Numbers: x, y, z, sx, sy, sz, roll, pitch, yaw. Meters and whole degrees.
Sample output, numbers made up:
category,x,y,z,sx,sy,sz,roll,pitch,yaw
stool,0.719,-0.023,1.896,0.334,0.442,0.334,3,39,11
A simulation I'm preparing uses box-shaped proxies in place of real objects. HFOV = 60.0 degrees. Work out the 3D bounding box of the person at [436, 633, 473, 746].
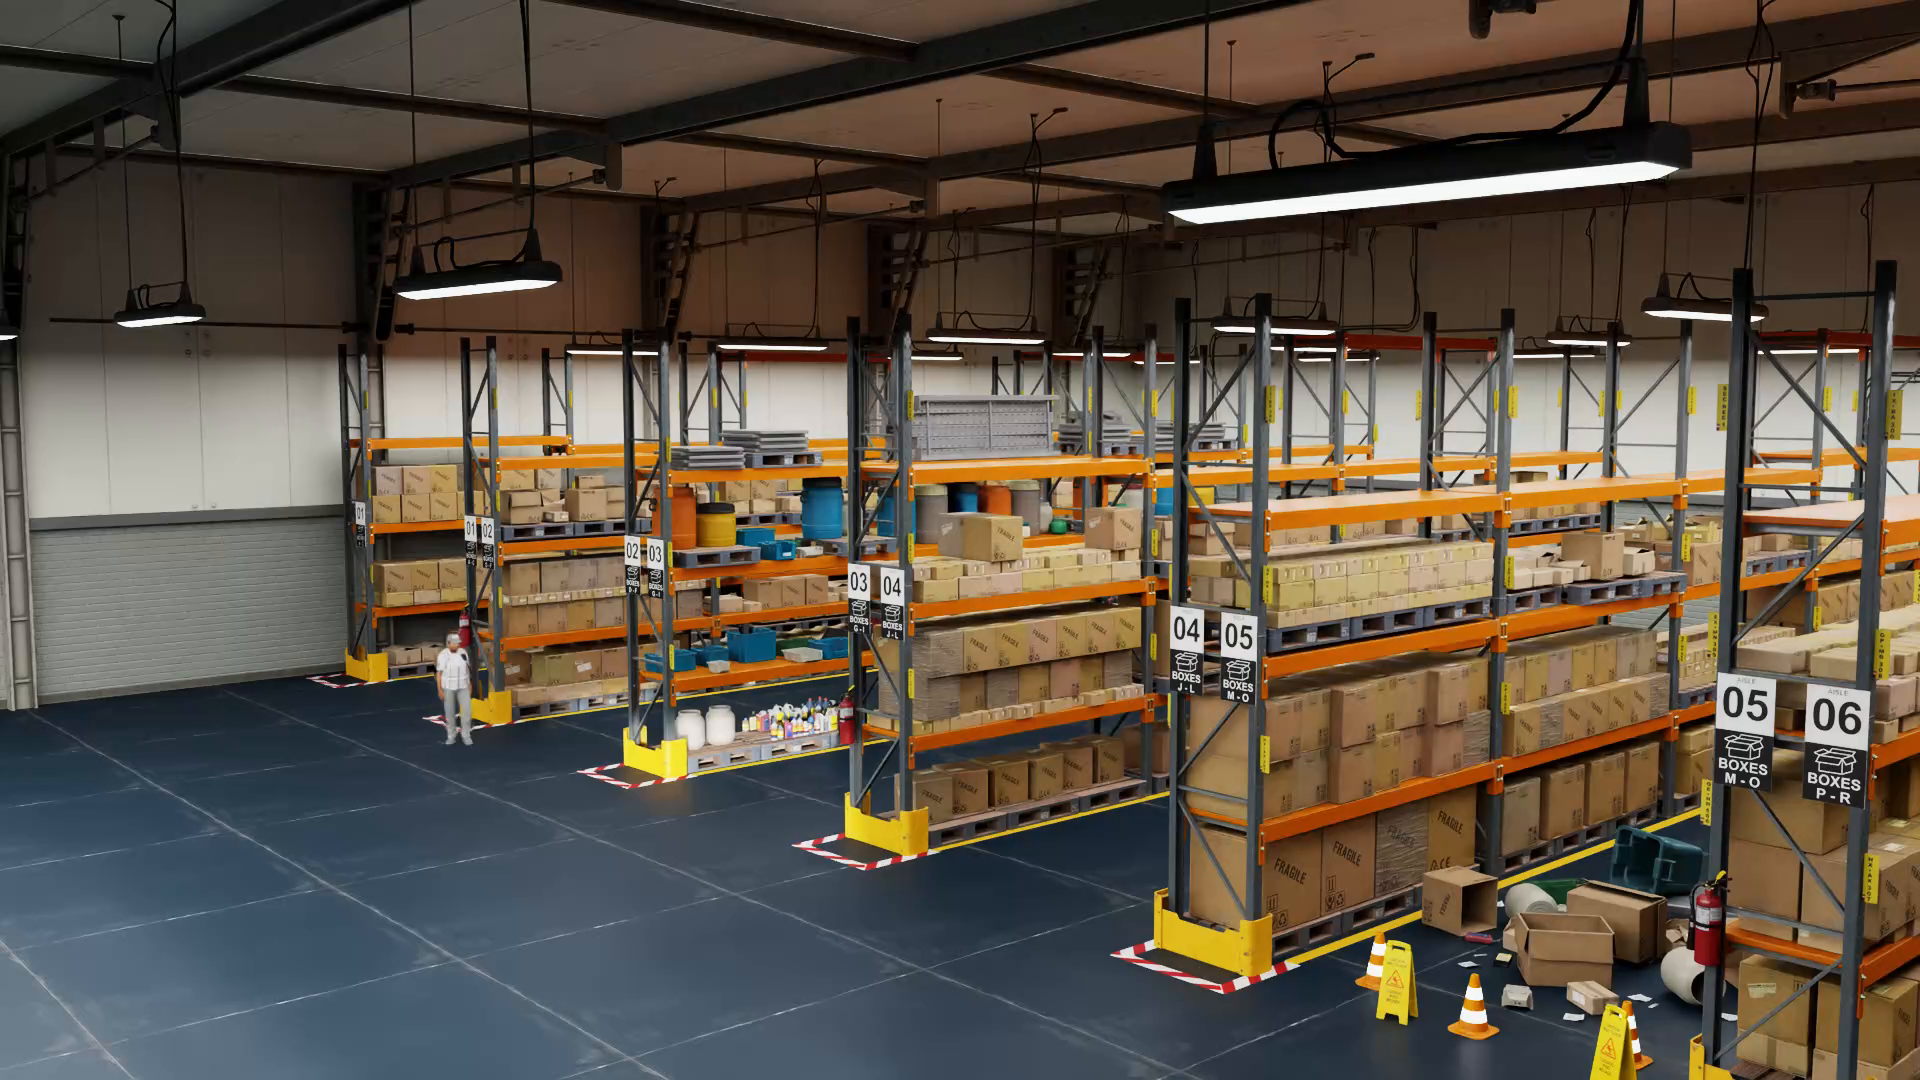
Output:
category,x,y,z,sx,sy,sz,roll,pitch,yaw
person,-7.383,2.173,24.297,0.512,1.664,0.468,-3,6,-34
